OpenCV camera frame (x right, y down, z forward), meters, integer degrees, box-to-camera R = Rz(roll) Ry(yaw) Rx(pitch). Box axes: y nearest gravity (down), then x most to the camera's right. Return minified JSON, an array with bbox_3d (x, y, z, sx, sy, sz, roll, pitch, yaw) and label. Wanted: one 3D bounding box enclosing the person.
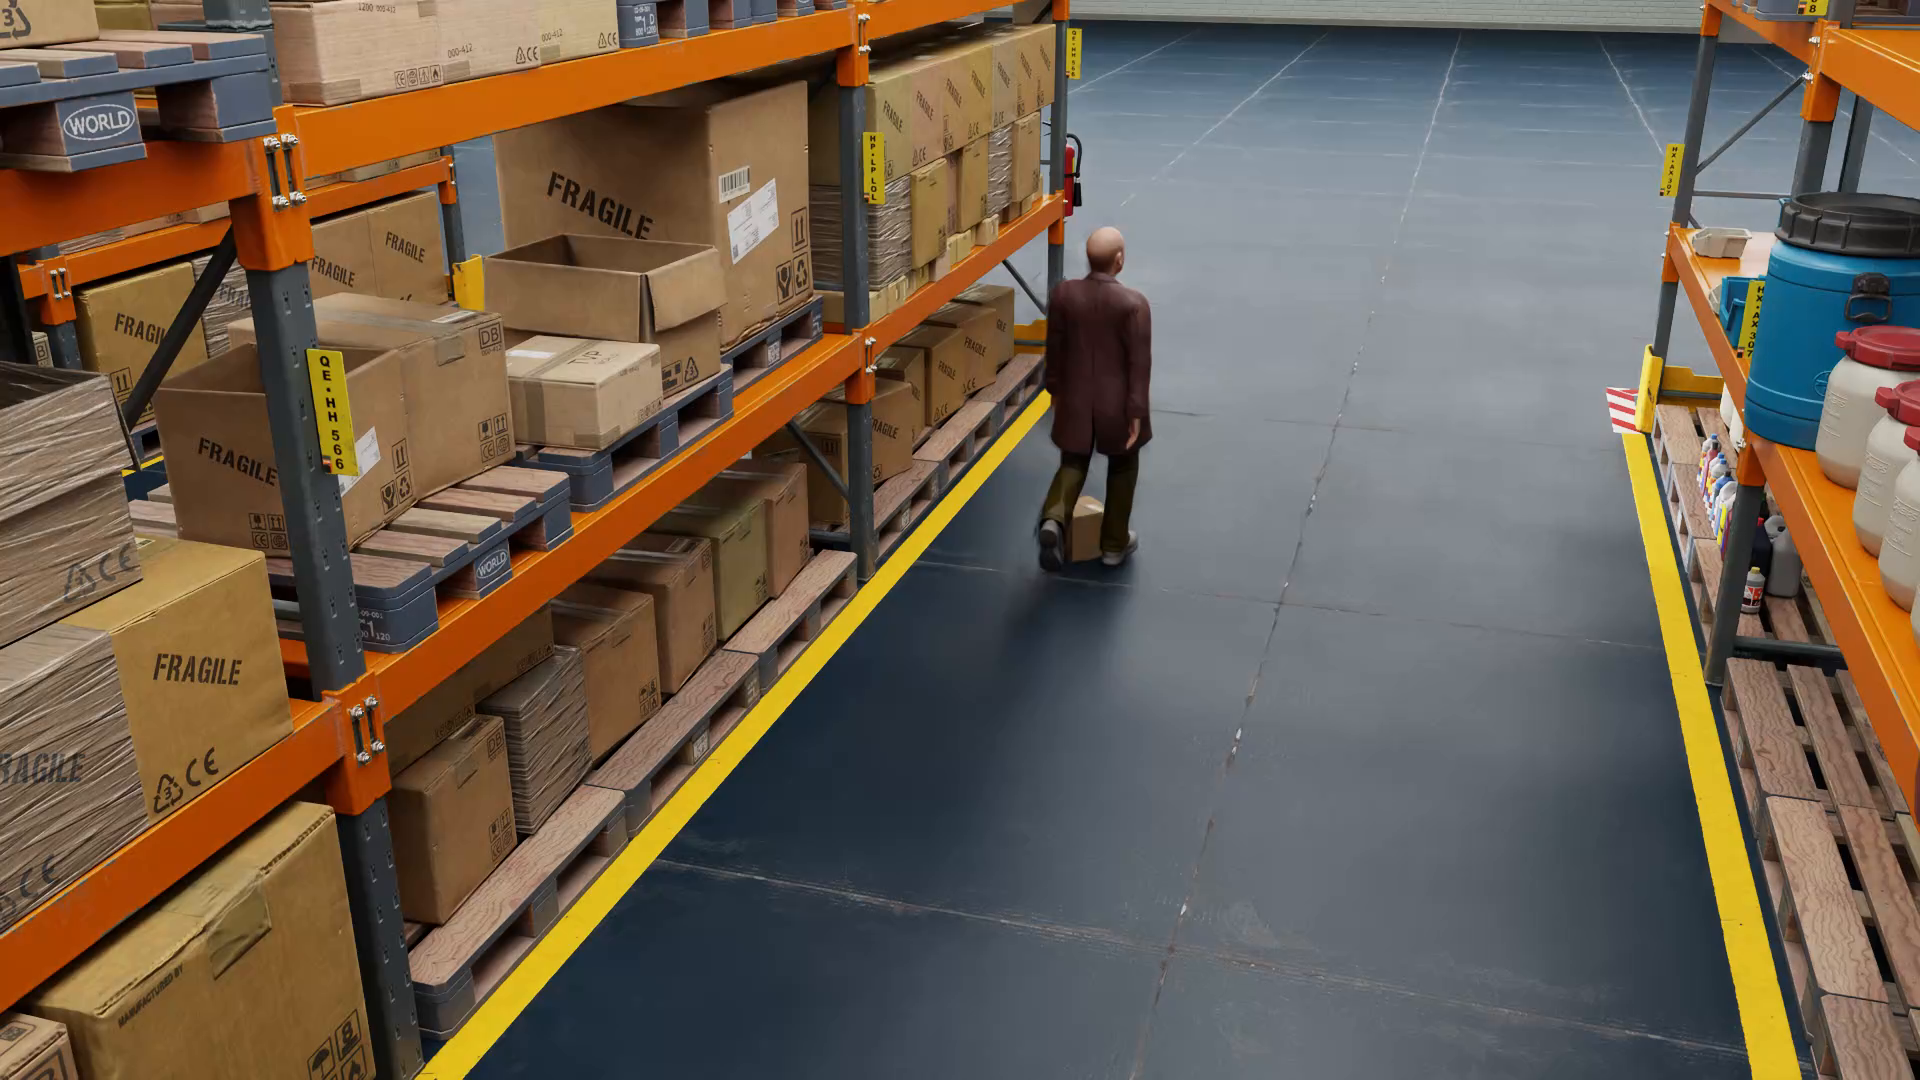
[{"bbox_3d":[0.665,-0.674,8.249,0.599,1.753,0.849,9,23,22],"label":"person"}]
